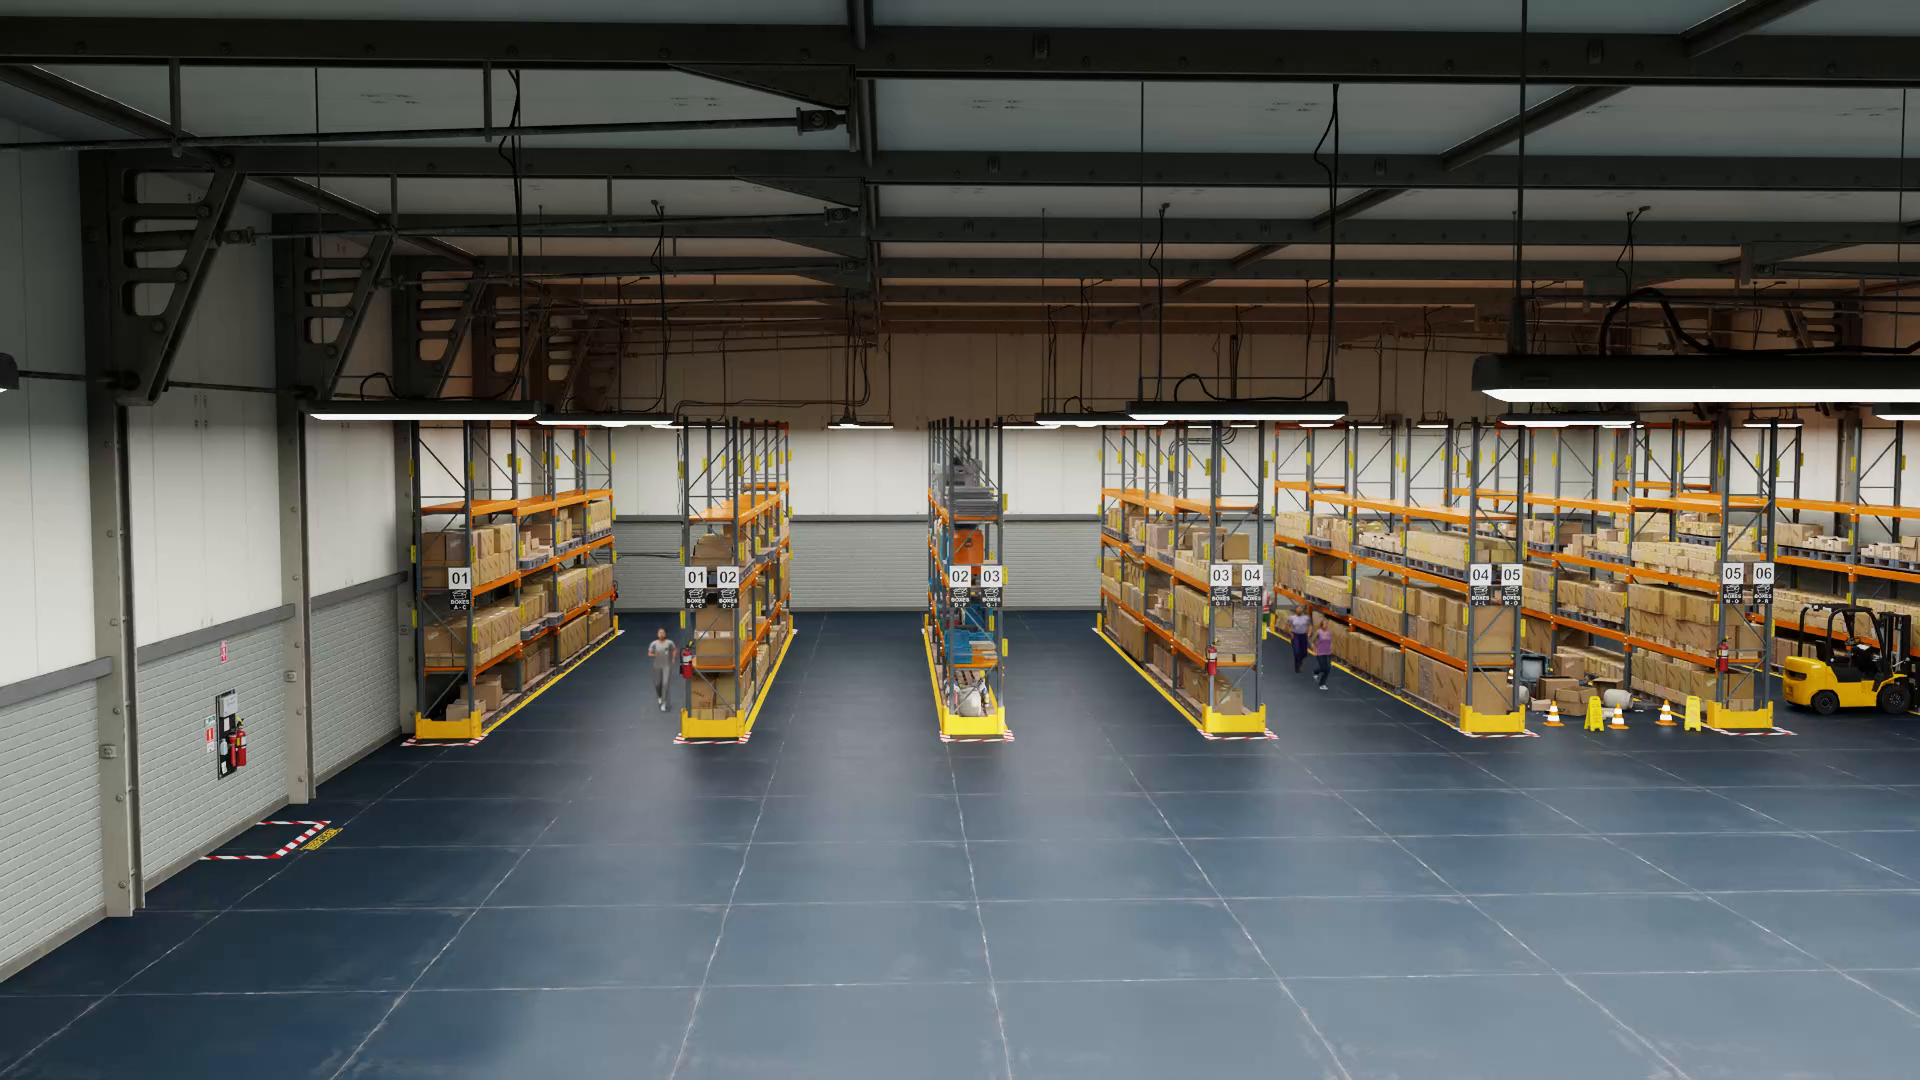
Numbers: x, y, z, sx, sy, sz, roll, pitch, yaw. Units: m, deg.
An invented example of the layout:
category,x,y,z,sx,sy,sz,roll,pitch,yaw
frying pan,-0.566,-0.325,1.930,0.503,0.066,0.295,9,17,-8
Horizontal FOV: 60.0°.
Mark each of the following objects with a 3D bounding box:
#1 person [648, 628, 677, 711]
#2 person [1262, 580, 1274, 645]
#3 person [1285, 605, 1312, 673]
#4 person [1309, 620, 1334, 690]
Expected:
category,x,y,z,sx,sy,sz,roll,pitch,yaw
person,-6.135,2.627,34.279,0.564,1.653,0.970,0,4,-5
person,8.024,1.973,44.072,0.616,1.833,0.746,0,4,-1
person,8.074,2.340,39.671,0.646,1.591,0.630,0,4,-2
person,8.055,2.540,36.924,0.549,1.547,0.556,-1,4,-17
